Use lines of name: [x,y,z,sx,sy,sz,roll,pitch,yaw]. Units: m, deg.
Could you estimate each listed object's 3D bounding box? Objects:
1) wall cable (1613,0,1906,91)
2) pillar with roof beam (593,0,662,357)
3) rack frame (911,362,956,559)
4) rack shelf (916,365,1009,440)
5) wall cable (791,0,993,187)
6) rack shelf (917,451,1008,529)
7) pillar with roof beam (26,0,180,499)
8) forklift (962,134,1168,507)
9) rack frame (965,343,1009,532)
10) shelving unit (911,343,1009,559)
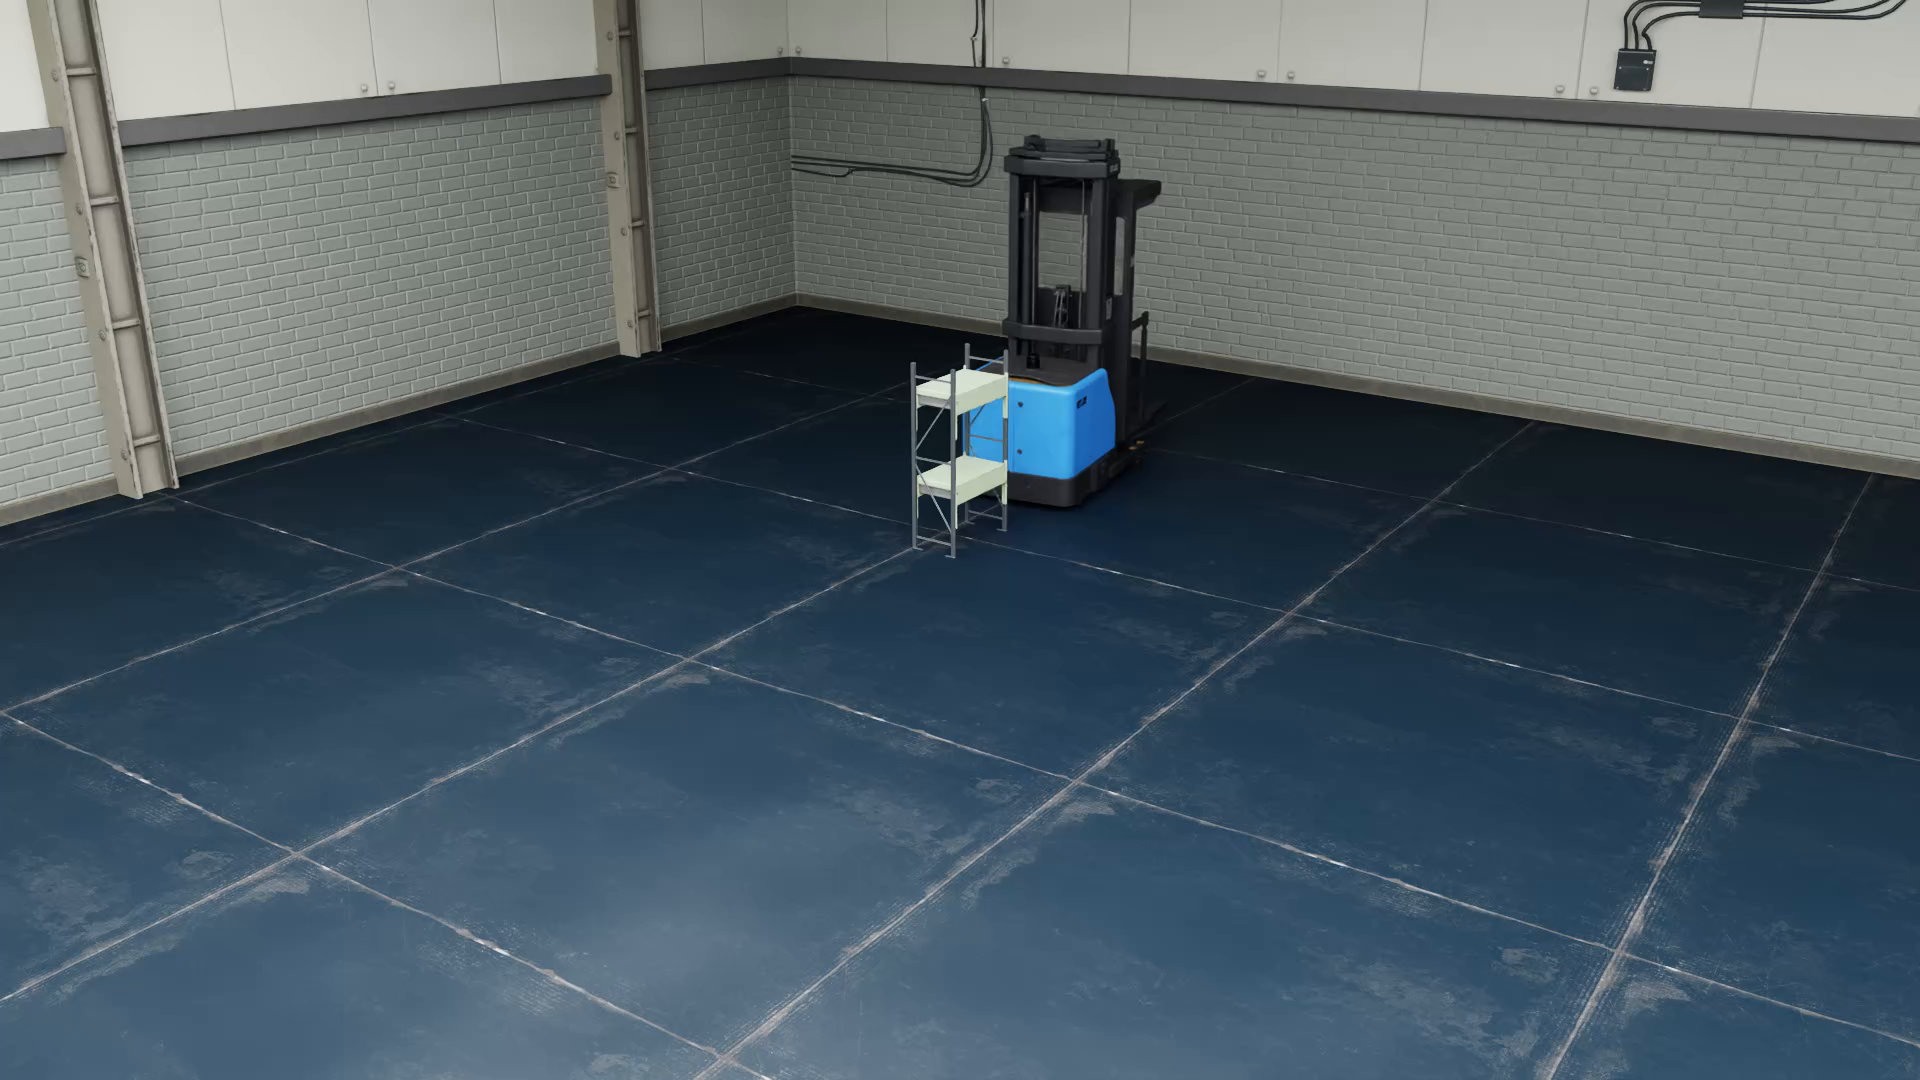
wall cable: [6.920,-6.703,13.514,2.305,6.003,0.169,13,24,32]
pillar with roof beam: [-0.111,-5.537,15.264,9.100,9.000,0.400,13,24,32]
rack frame: [-0.202,-0.600,12.726,0.400,1.500,0.023,13,24,32]
rack shelf: [0.004,-1.071,12.875,0.431,0.370,0.720,13,24,32]
wall cable: [-0.922,-5.508,19.660,3.097,2.526,0.112,13,24,32]
rack shelf: [0.004,-0.400,13.123,0.431,0.370,0.720,13,24,32]
pillar with roof beam: [-3.484,-3.816,10.610,9.100,9.000,0.400,13,24,32]
forklift: [1.093,-2.121,14.775,1.130,2.935,3.031,9,22,24]
rack frame: [0.209,-0.810,13.294,0.400,1.500,0.023,13,24,32]
shelving unit: [0.004,-0.705,13.010,0.431,1.500,0.755,13,24,32]
